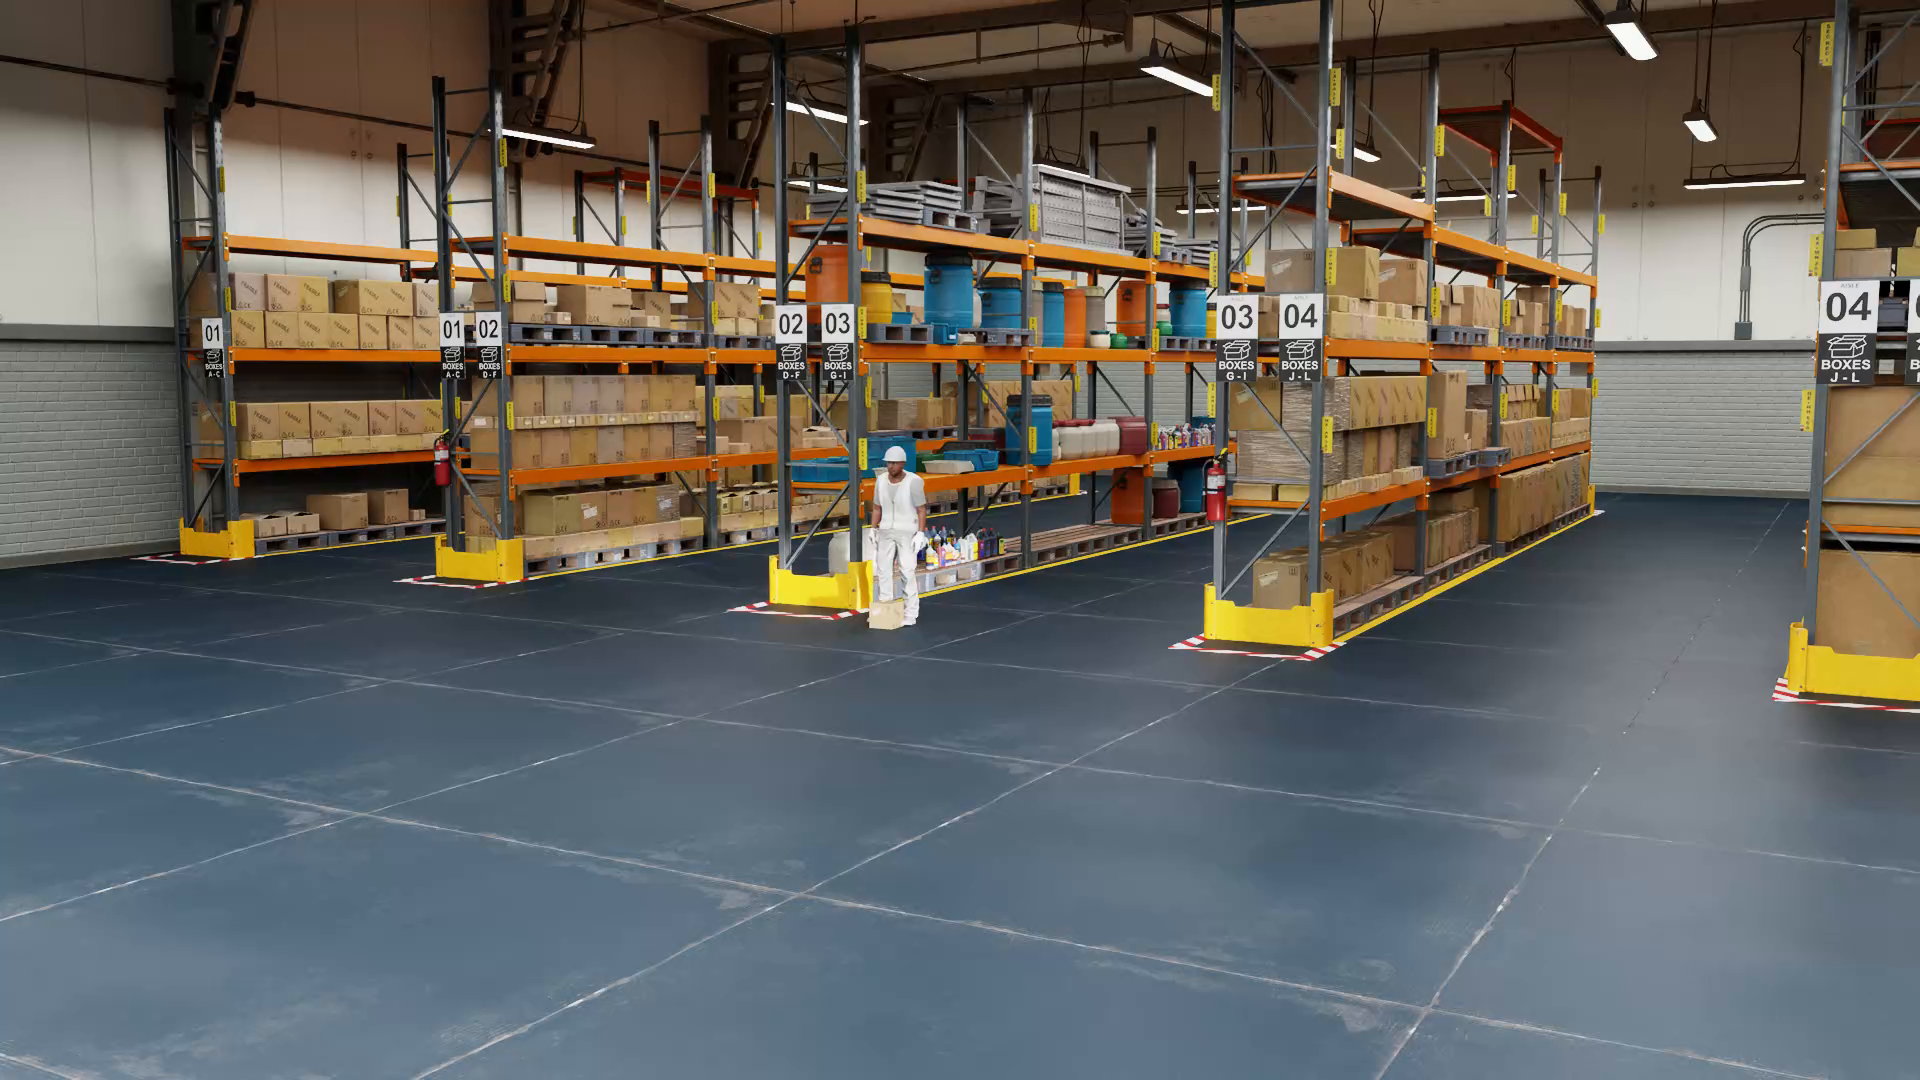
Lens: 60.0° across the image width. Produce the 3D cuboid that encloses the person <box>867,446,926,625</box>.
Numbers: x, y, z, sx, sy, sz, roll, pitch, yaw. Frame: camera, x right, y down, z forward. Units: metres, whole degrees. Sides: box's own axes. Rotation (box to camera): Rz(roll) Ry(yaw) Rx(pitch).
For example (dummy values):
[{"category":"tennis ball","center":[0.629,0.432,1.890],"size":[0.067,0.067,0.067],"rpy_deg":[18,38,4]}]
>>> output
[{"category":"person","center":[-0.626,-0.046,16.482],"size":[0.614,1.773,0.449],"rpy_deg":[3,7,28]}]
